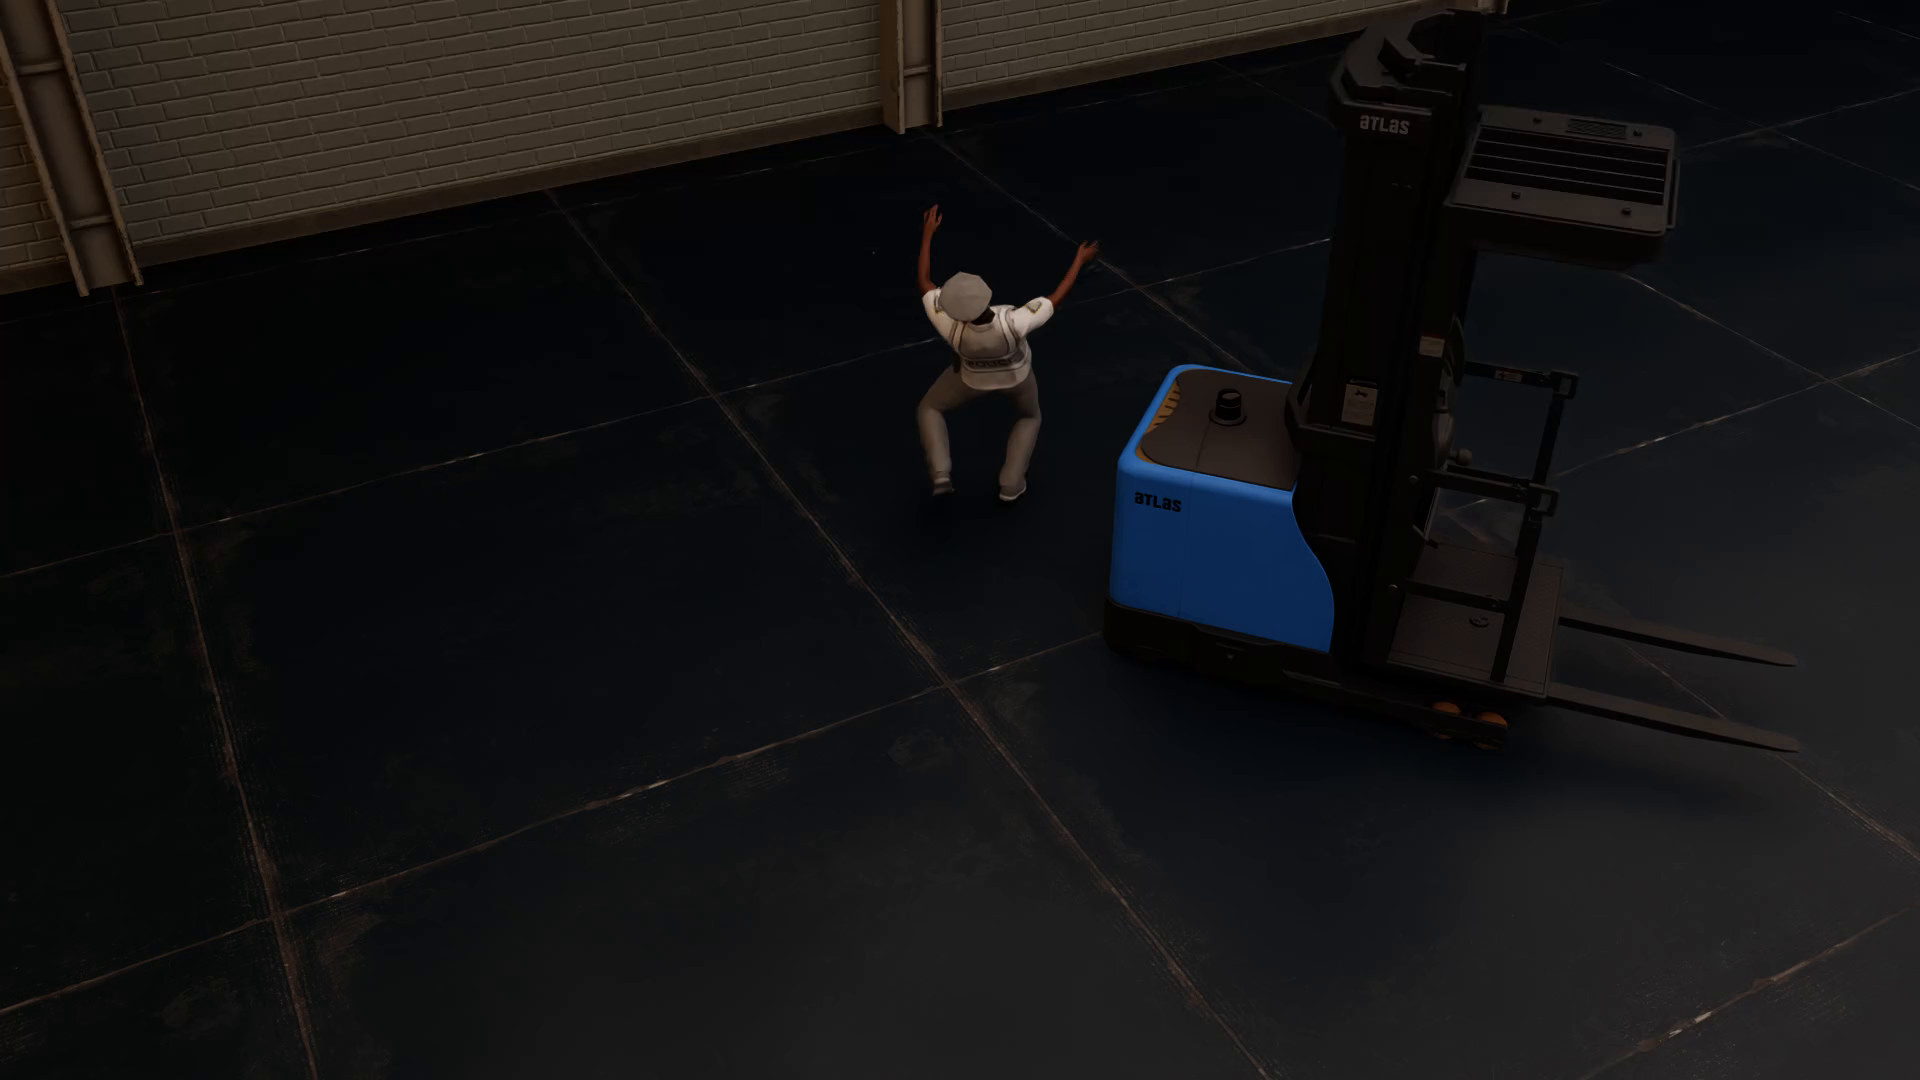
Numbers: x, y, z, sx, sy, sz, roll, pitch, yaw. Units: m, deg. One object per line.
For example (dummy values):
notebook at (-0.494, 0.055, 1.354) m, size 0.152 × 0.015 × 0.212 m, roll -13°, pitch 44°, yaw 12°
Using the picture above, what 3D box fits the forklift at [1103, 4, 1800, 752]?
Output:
forklift at (2.252, -0.620, 7.000) m, size 3.031 × 2.935 × 1.130 m, roll 13°, pitch 37°, yaw 17°

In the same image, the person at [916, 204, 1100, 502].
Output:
person at (0.257, -0.873, 8.517) m, size 0.952 × 1.575 × 0.684 m, roll -3°, pitch 35°, yaw -4°
